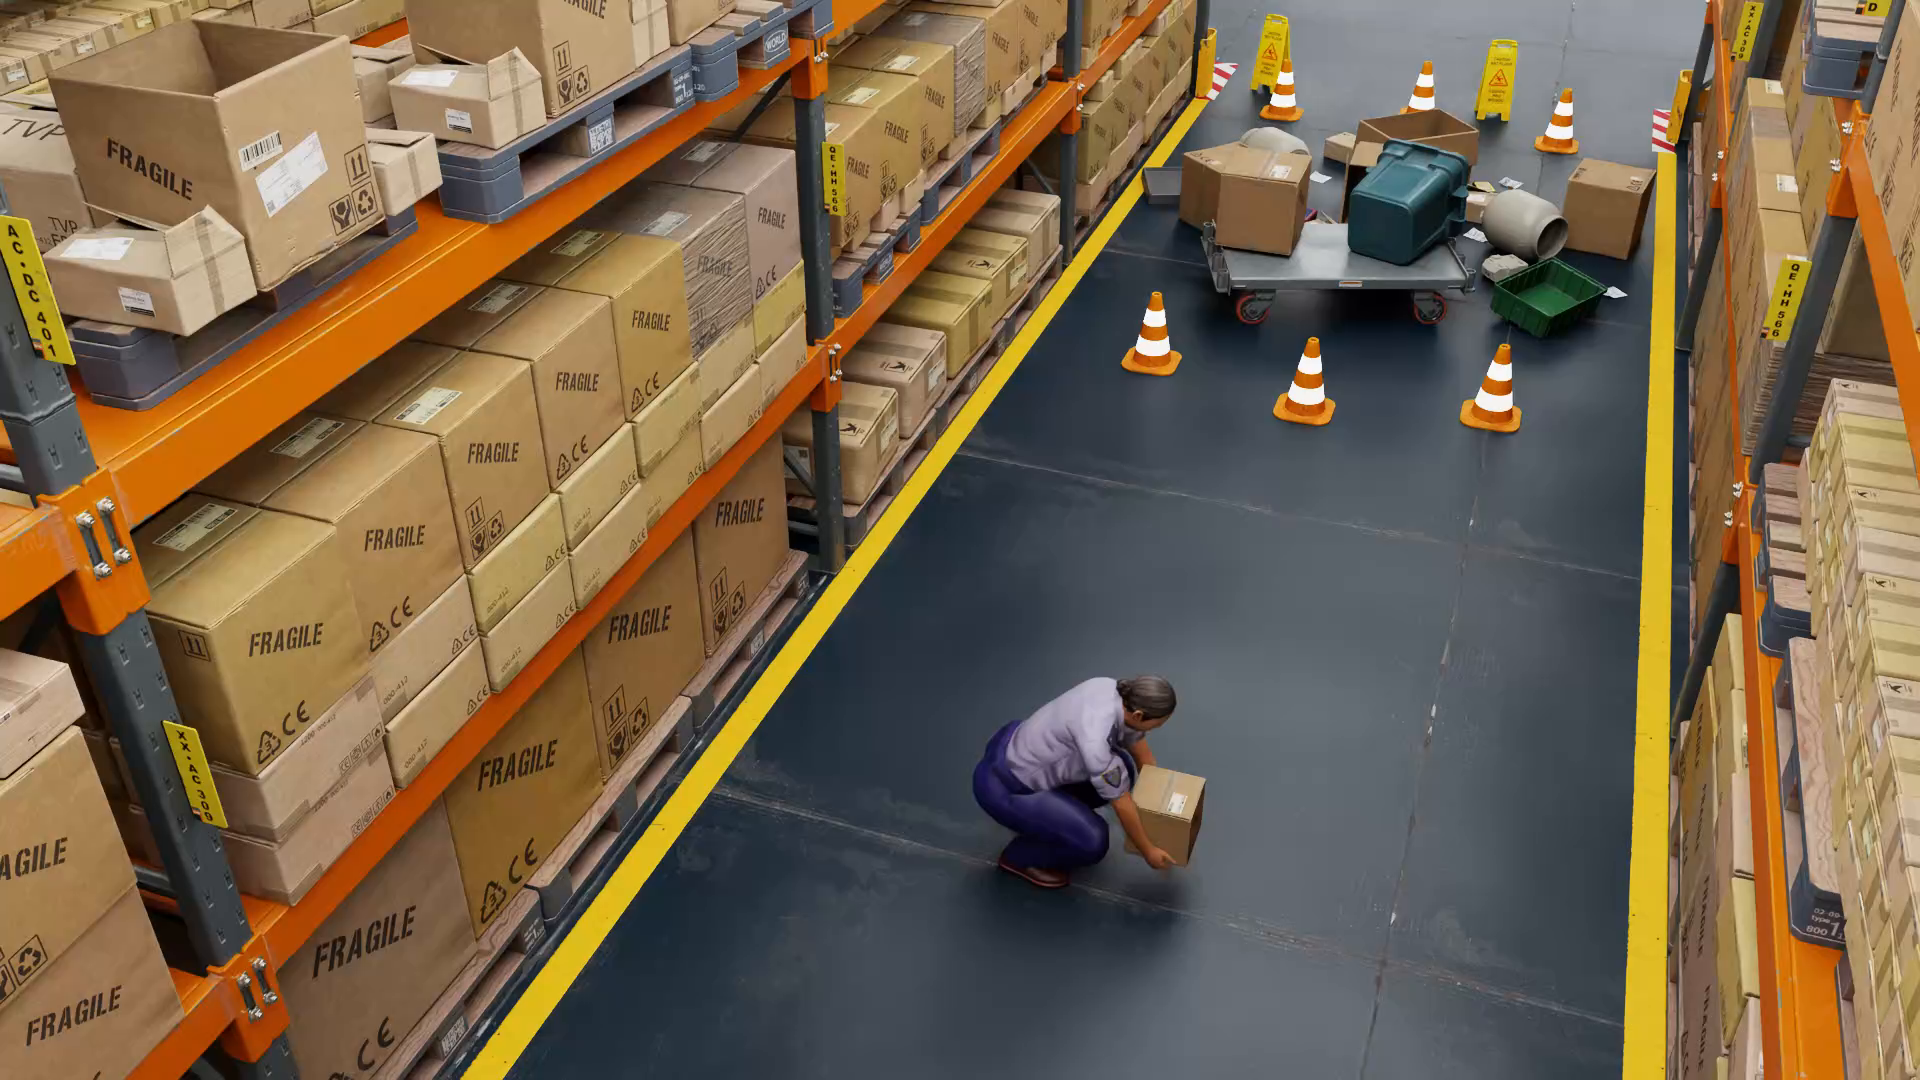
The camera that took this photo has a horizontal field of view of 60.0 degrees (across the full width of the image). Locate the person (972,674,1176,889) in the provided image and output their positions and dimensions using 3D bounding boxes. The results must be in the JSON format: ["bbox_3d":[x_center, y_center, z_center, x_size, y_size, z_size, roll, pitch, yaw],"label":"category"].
[{"bbox_3d":[0.479,0.902,6.452,0.837,0.934,0.505,11,35,16],"label":"person"}]
